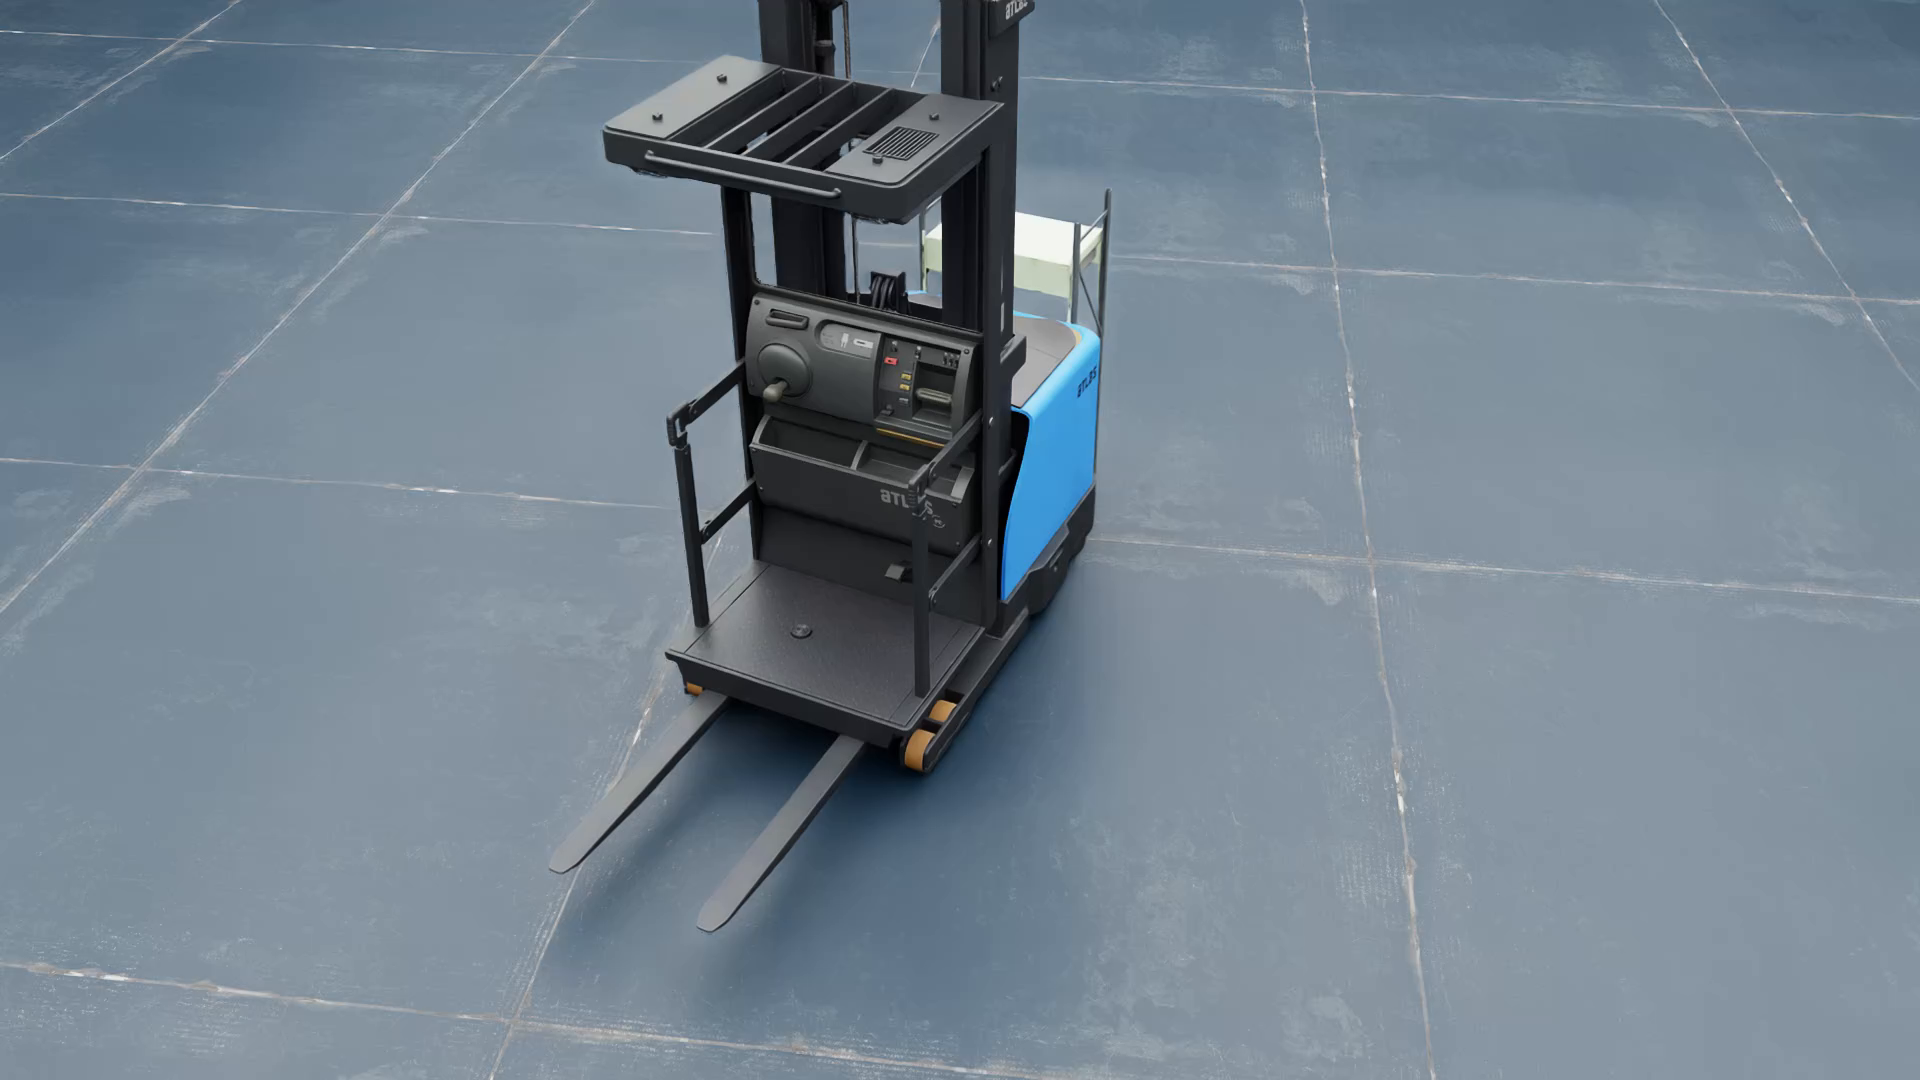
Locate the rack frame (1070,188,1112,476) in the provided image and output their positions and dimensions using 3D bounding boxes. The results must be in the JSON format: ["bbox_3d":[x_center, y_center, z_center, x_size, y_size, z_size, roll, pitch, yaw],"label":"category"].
[{"bbox_3d":[0.577,-0.838,7.633,0.023,1.500,0.400,15,38,20],"label":"rack frame"}]

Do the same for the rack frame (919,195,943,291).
[{"bbox_3d":[-0.086,-1.018,7.886,0.023,1.500,0.400,15,38,20],"label":"rack frame"}]

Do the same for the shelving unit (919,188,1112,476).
[{"bbox_3d":[0.246,-0.928,7.759,0.755,1.500,0.431,15,38,20],"label":"shelving unit"}]

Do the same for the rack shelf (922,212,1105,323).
[{"bbox_3d":[0.246,-1.246,7.532,0.720,0.370,0.431,15,38,20],"label":"rack shelf"}]

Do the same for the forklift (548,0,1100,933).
[{"bbox_3d":[-0.474,-0.581,6.040,1.130,2.935,3.031,16,38,21],"label":"forklift"}]
